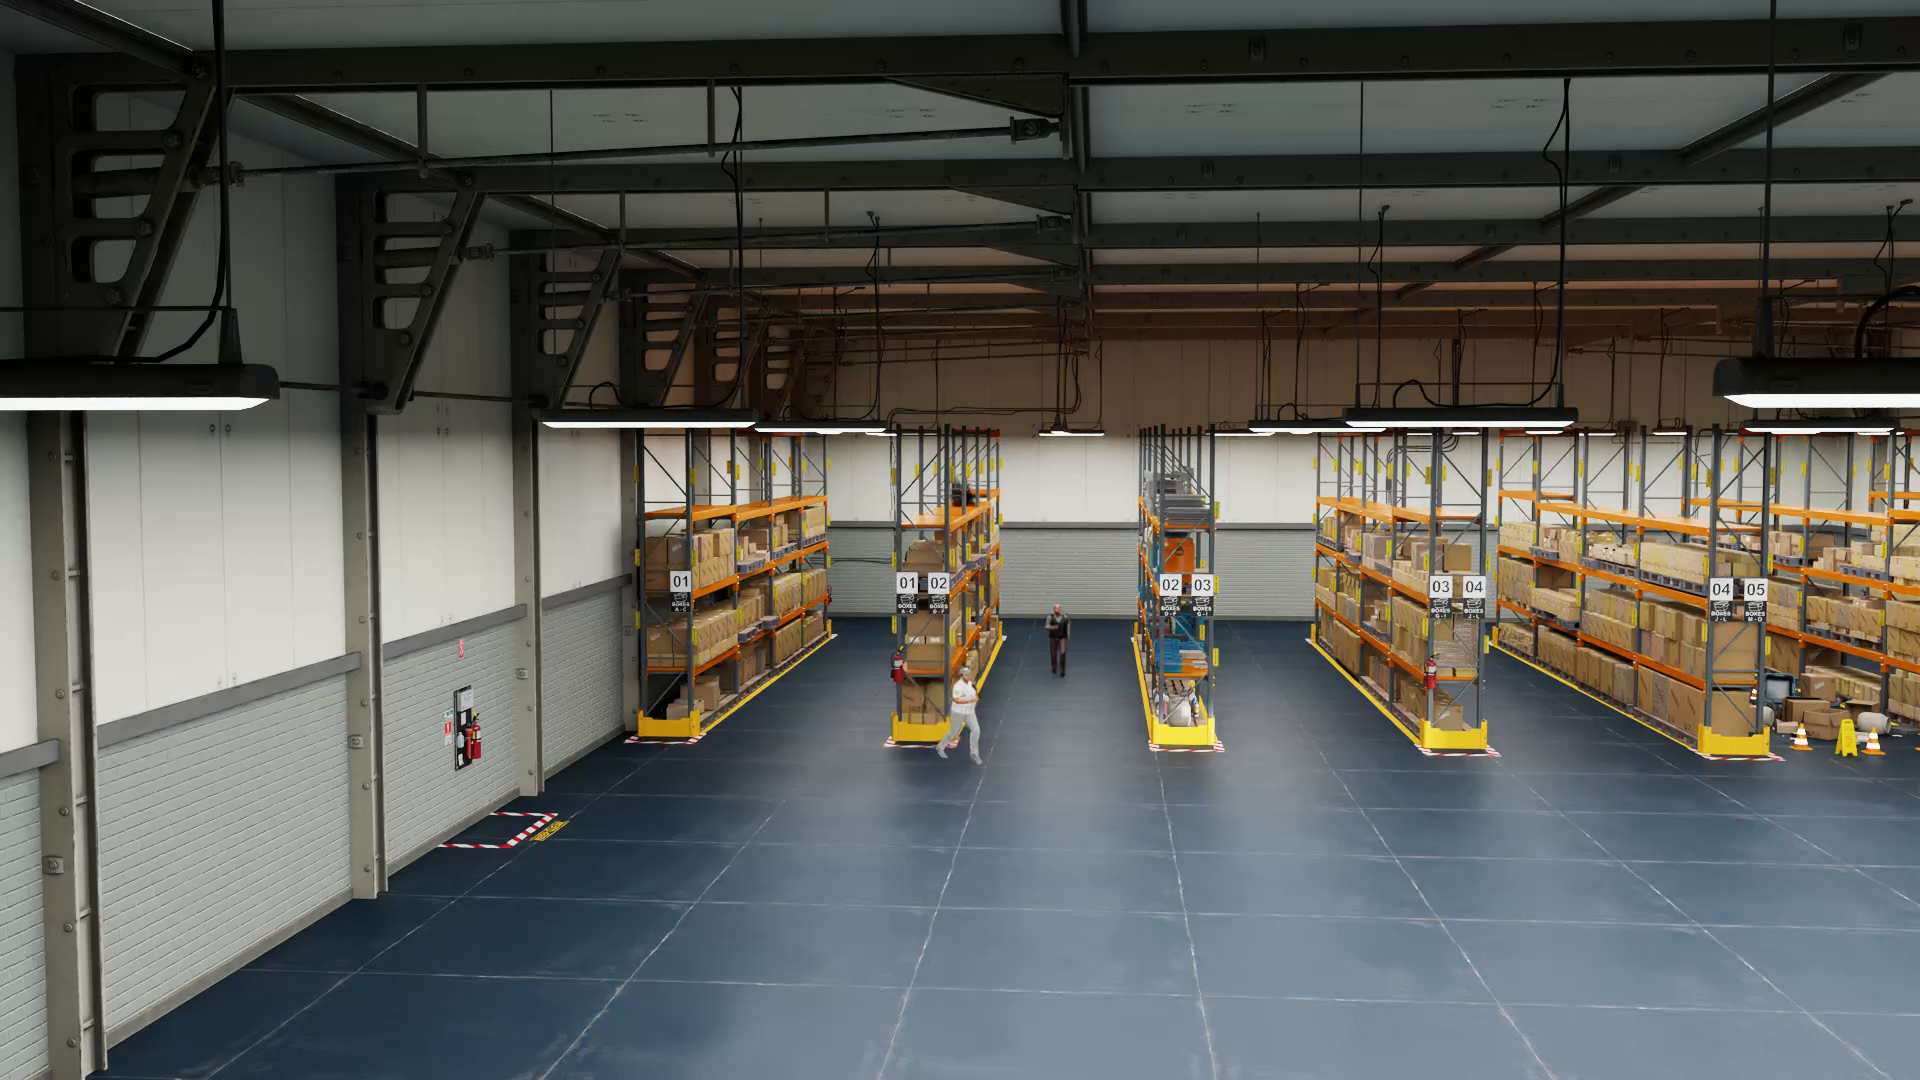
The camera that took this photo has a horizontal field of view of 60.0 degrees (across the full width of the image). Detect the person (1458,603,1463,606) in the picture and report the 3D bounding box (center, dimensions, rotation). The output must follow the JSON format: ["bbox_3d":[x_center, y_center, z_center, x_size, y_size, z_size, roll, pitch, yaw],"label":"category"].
[{"bbox_3d":[13.515,2.160,44.078,0.711,1.772,0.870,1,4,11],"label":"person"}]

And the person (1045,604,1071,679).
[{"bbox_3d":[2.358,2.429,40.047,0.627,1.782,0.771,0,3,1],"label":"person"}]

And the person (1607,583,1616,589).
[{"bbox_3d":[18.542,2.033,47.302,0.873,1.636,0.621,0,3,1],"label":"person"}]

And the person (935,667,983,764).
[{"bbox_3d":[0.010,3.102,29.523,0.887,1.714,0.613,3,4,39],"label":"person"}]
